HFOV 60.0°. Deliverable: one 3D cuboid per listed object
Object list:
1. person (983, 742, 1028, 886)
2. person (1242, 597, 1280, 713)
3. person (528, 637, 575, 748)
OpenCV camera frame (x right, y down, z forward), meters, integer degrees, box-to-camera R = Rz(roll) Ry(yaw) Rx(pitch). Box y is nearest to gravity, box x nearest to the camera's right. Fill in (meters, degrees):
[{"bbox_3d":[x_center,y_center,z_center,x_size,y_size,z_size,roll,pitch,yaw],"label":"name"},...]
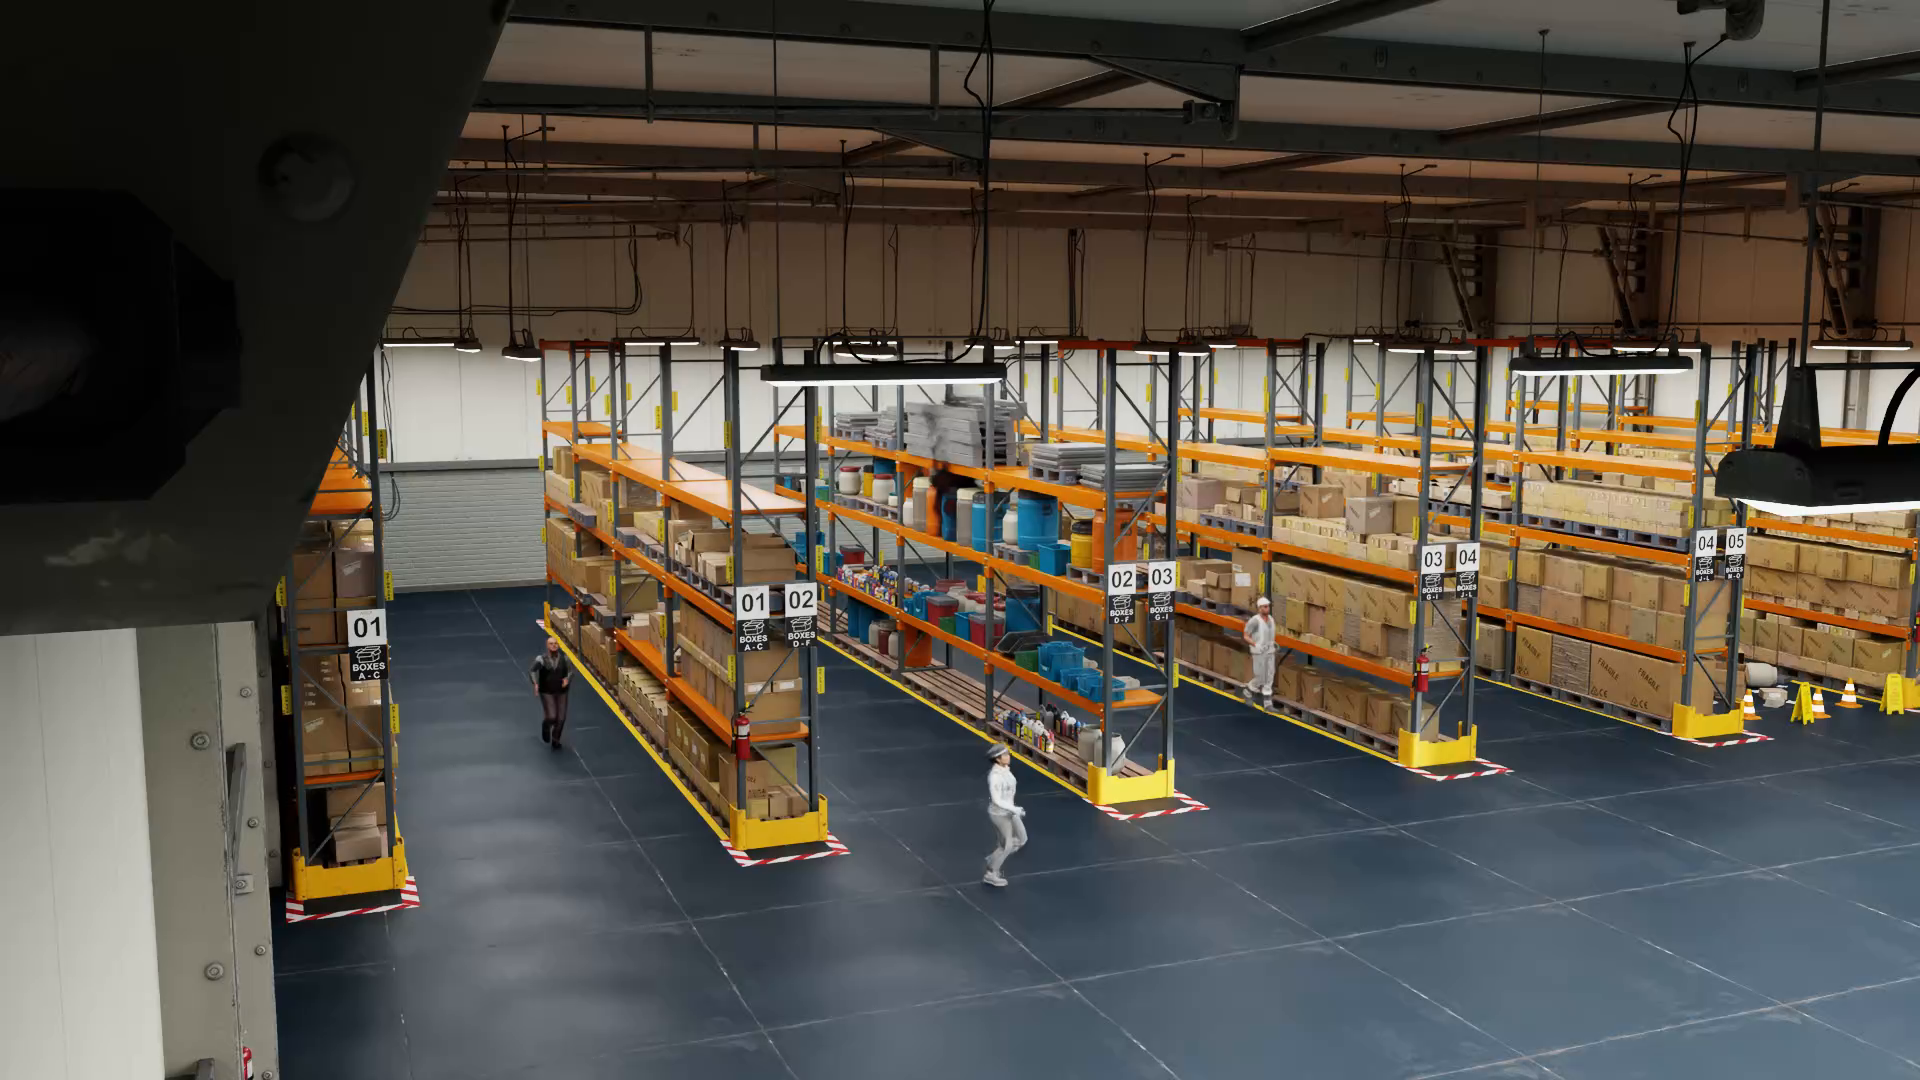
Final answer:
[{"bbox_3d":[0.509,3.080,18.786,0.504,1.660,0.628,1,8,10],"label":"person"},{"bbox_3d":[4.748,1.785,25.941,0.667,1.780,0.746,-4,9,-31],"label":"person"},{"bbox_3d":[-6.035,2.287,24.752,0.657,1.679,0.575,-4,8,-27],"label":"person"}]
